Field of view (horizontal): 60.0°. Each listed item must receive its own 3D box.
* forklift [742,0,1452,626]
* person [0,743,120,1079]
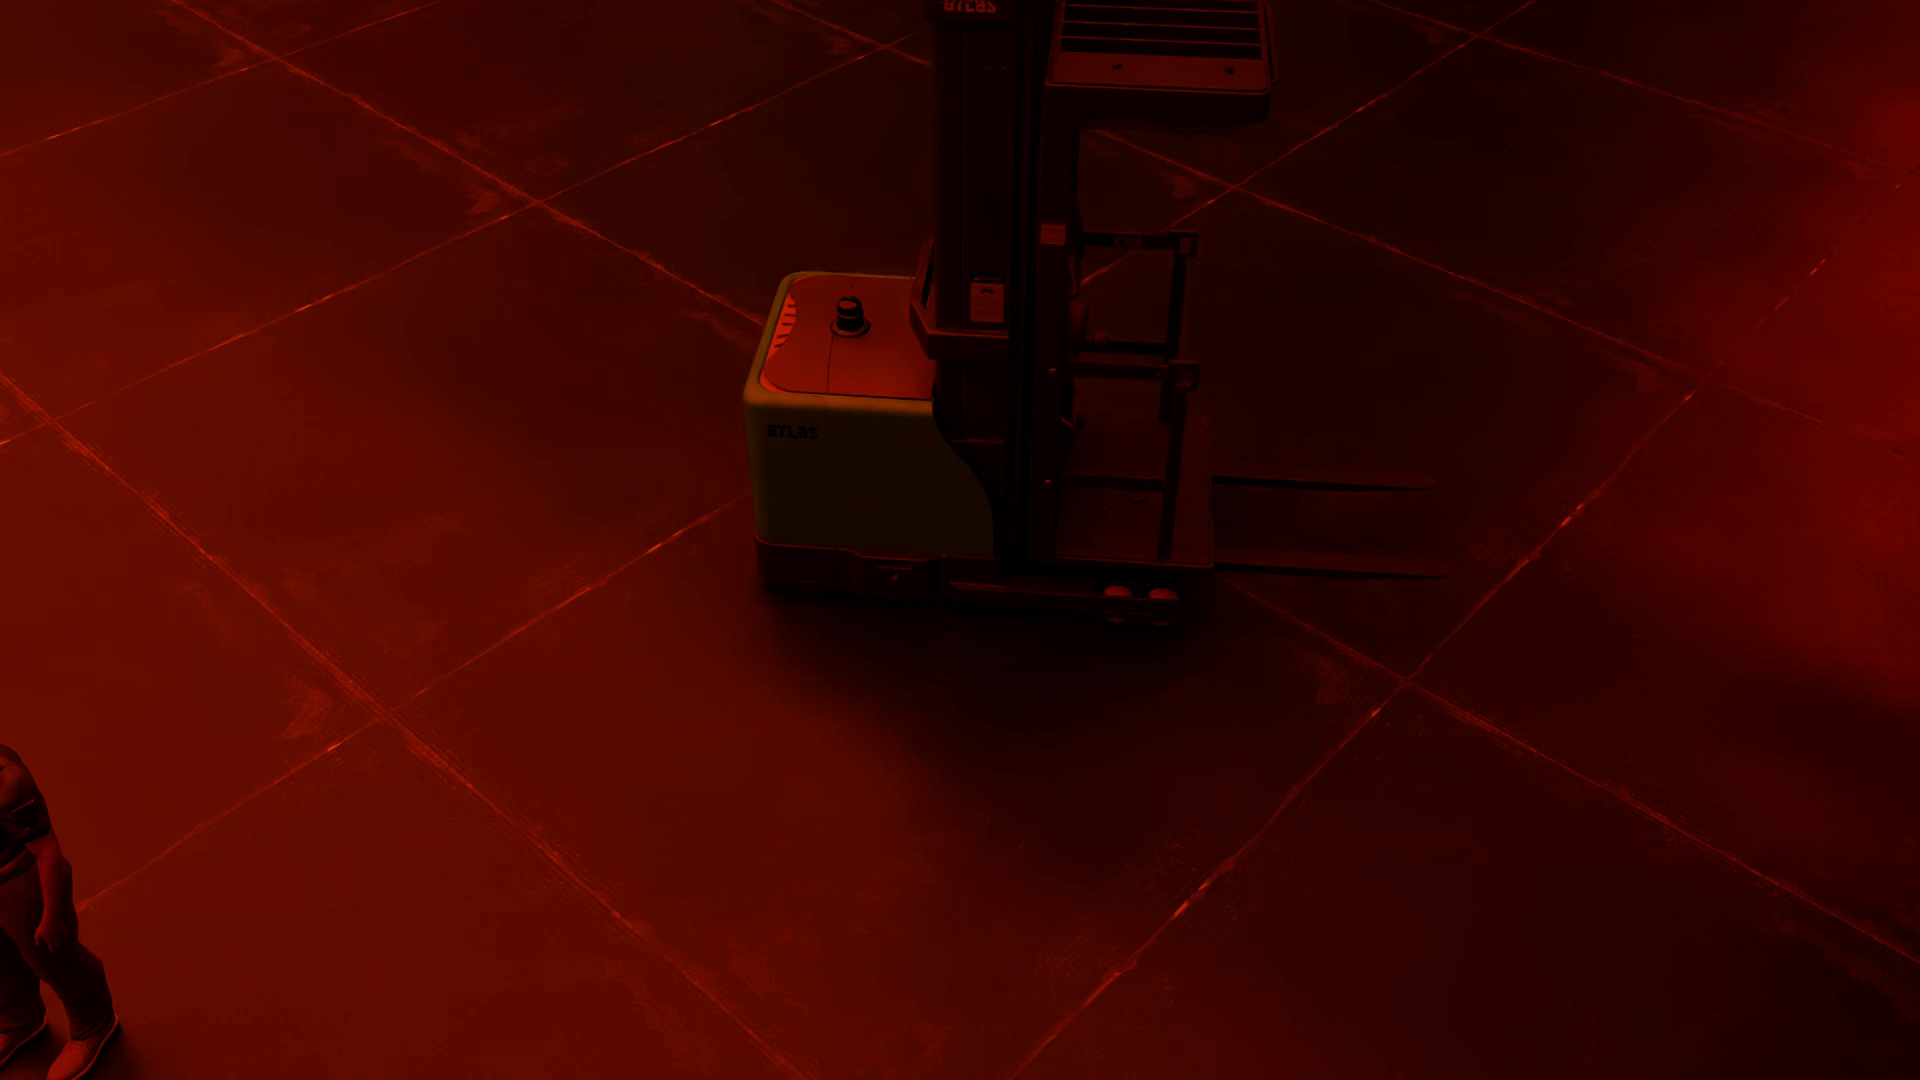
[{"bbox_3d":[0.646,-1.105,6.716,3.031,2.935,1.130,4,41,4],"label":"forklift"},{"bbox_3d":[-3.004,1.102,5.113,0.569,1.654,0.504,18,44,20],"label":"person"}]
